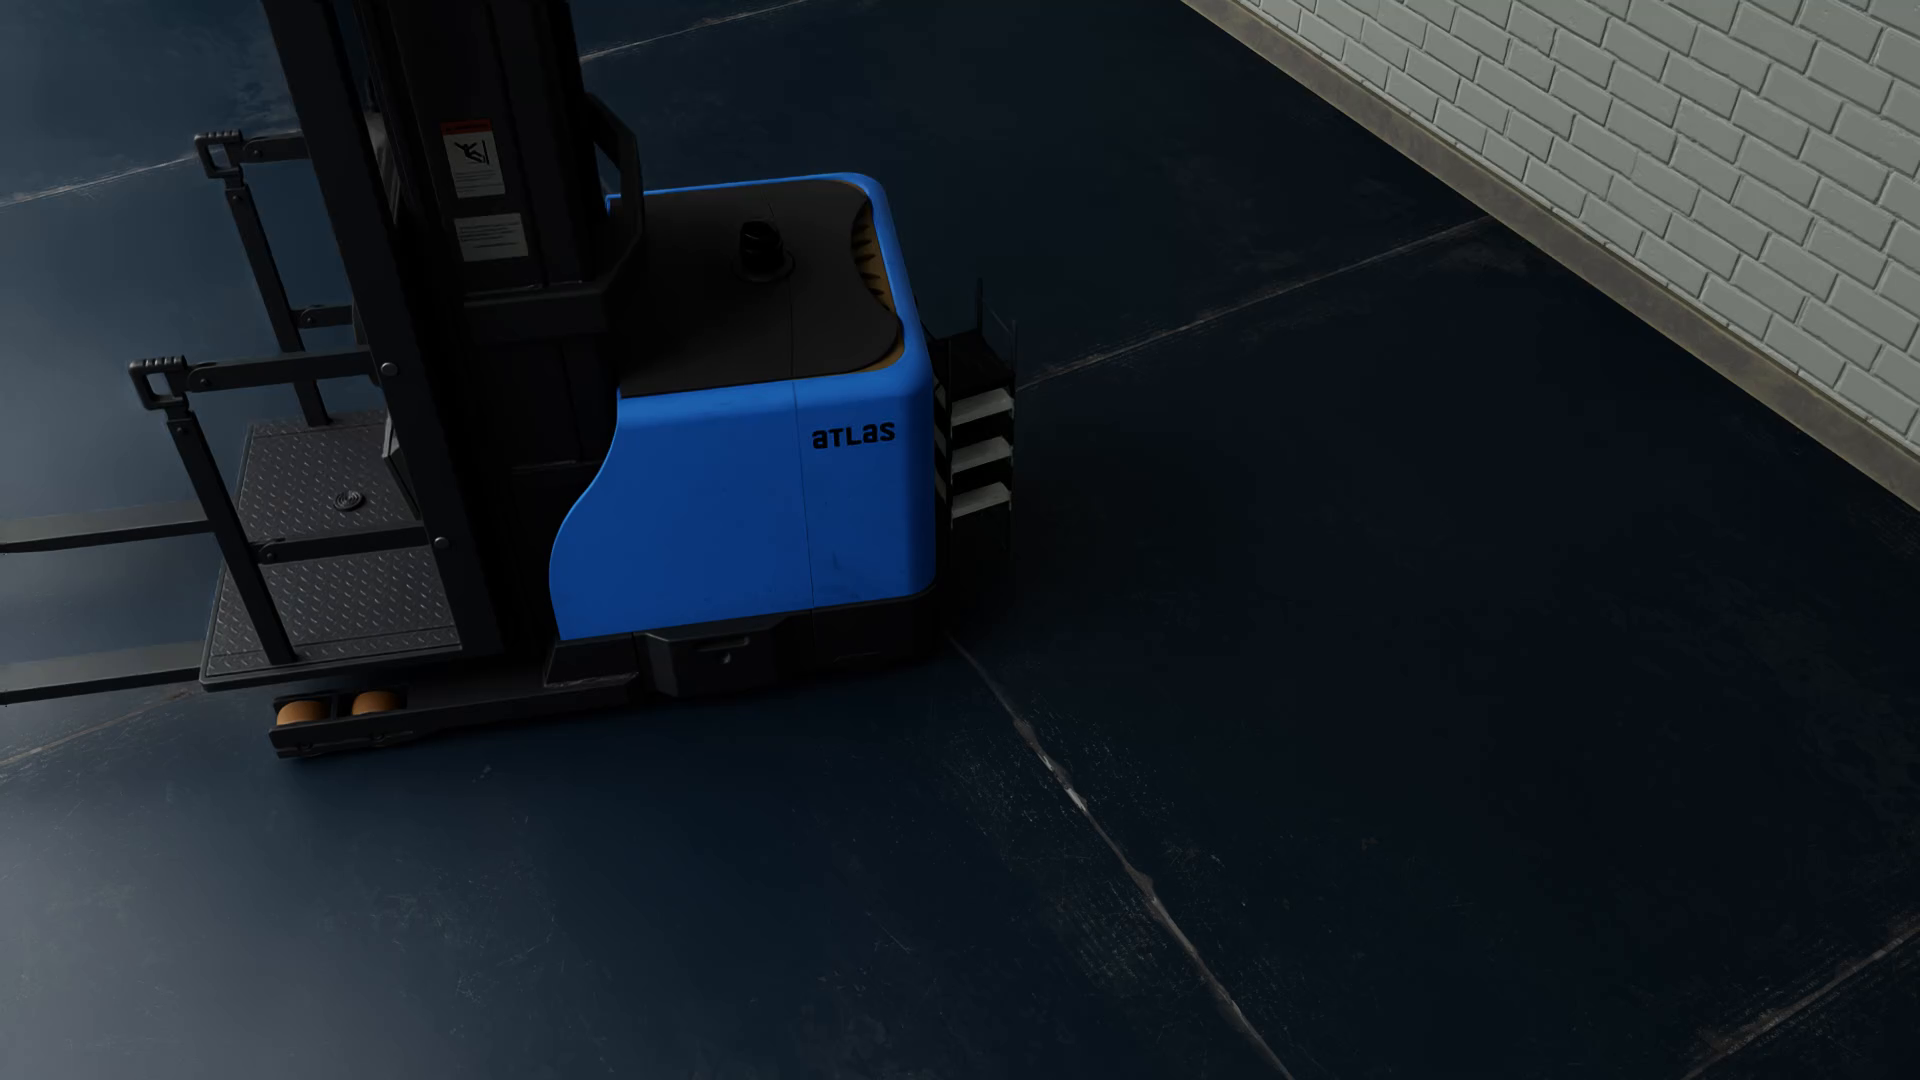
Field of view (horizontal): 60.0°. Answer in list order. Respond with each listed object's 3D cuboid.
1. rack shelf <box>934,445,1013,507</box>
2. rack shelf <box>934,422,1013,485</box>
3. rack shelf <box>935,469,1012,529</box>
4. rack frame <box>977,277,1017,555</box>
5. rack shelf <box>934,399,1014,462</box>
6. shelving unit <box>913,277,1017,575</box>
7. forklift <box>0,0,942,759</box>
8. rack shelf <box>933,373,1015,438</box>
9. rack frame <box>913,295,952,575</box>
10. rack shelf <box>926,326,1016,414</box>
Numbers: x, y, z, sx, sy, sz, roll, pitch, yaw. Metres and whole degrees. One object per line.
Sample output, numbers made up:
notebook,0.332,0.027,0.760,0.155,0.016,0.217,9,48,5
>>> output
rack shelf,0.012,-0.232,5.019,0.200,0.077,0.258,-18,47,-18
rack shelf,0.012,-0.296,4.956,0.200,0.077,0.258,-18,47,-18
rack shelf,0.012,-0.167,5.081,0.200,0.077,0.258,-18,47,-18
rack frame,0.104,-0.350,4.964,0.006,0.900,0.240,-18,47,-18
rack shelf,0.012,-0.361,4.893,0.200,0.077,0.258,-18,47,-18
shelving unit,0.012,-0.320,4.933,0.210,0.900,0.258,-18,47,-18
forklift,-1.621,-0.848,4.019,3.031,2.935,1.130,-7,45,-7
rack shelf,0.012,-0.425,4.831,0.200,0.077,0.258,-18,47,-18
rack frame,-0.080,-0.290,4.902,0.006,0.900,0.240,-18,47,-18
rack shelf,0.012,-0.490,4.768,0.200,0.077,0.258,-18,47,-18
